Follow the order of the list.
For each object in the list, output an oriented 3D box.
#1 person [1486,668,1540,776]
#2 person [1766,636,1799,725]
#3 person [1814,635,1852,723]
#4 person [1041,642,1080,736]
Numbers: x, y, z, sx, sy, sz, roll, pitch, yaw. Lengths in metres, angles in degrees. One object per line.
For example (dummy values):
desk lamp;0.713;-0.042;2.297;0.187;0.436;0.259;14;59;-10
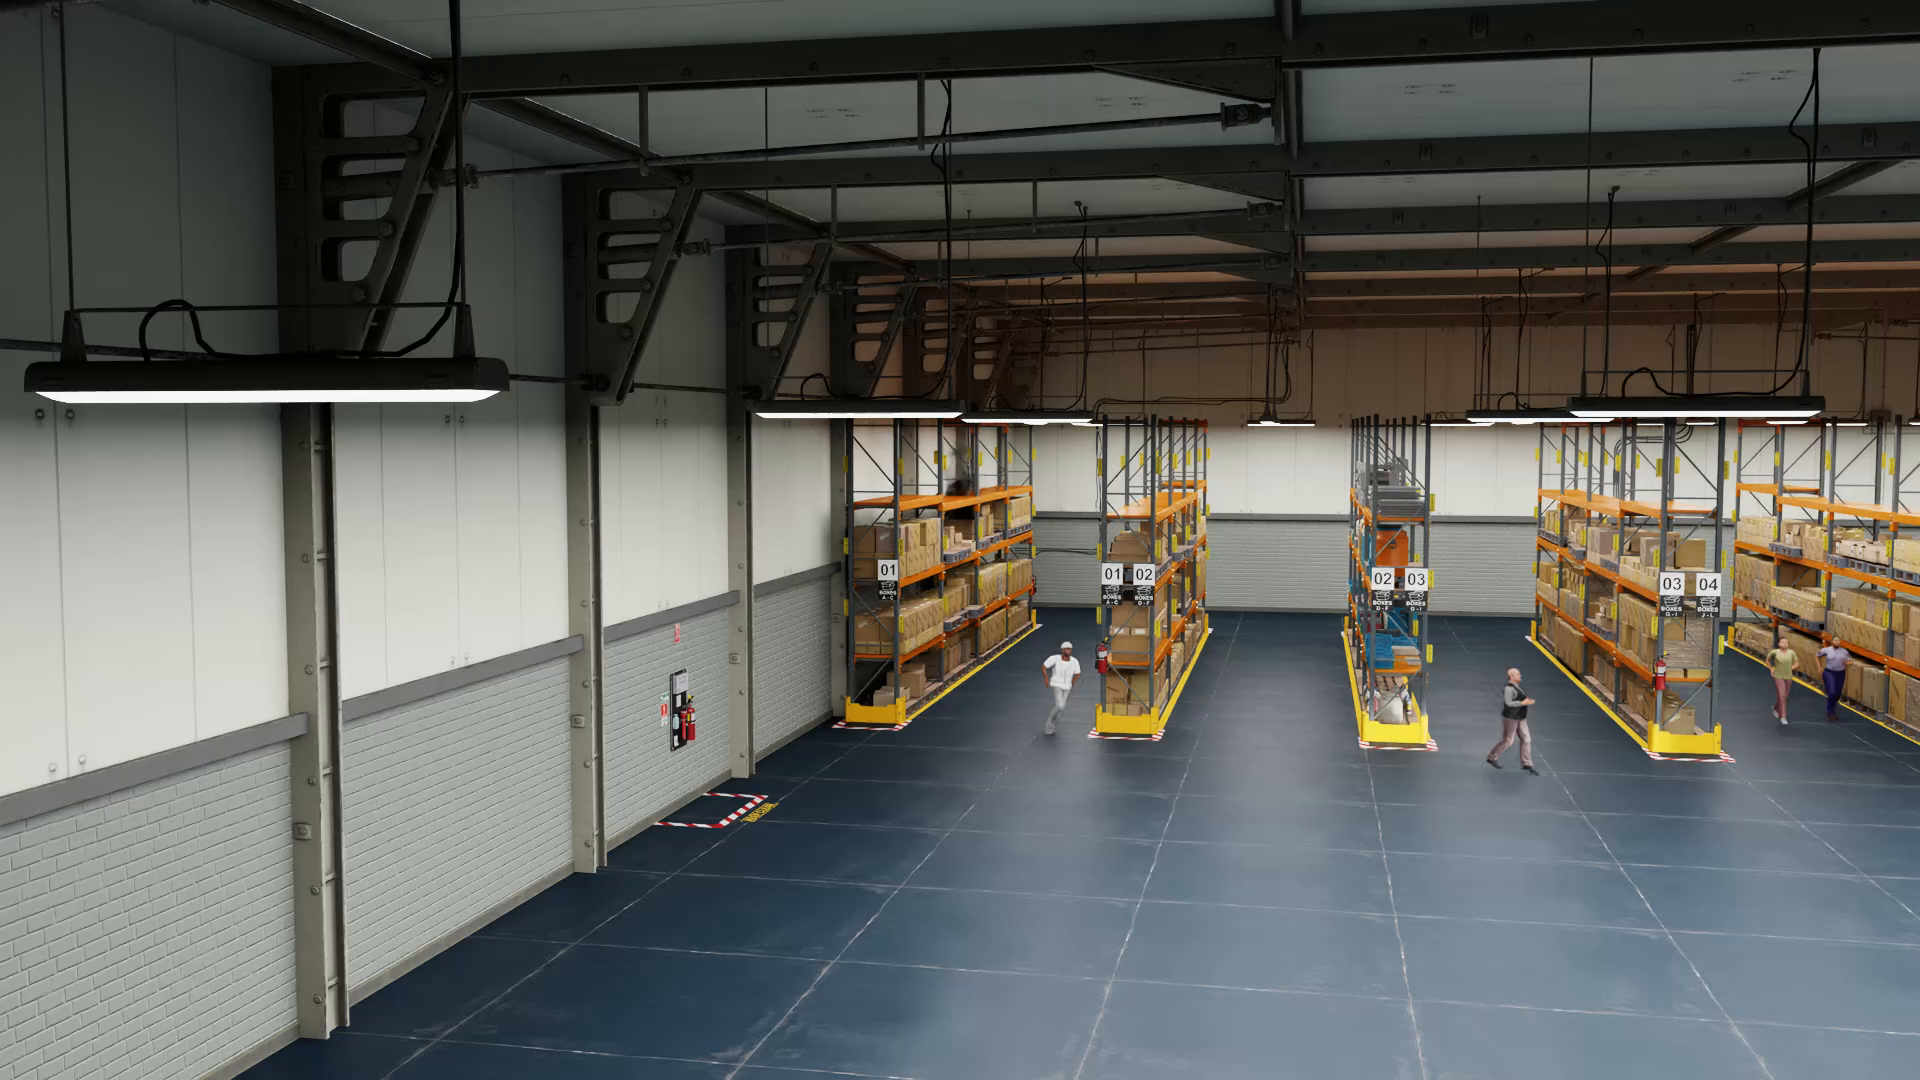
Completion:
person;9.189;3.007;27.626;0.854;1.759;0.651;3;5;40
person;16.007;2.697;32.356;0.555;1.666;0.910;0;4;7
person;17.210;2.728;32.756;0.579;1.697;0.764;0;4;3
person;1.922;2.785;31.197;0.720;1.752;0.640;-2;4;-22
